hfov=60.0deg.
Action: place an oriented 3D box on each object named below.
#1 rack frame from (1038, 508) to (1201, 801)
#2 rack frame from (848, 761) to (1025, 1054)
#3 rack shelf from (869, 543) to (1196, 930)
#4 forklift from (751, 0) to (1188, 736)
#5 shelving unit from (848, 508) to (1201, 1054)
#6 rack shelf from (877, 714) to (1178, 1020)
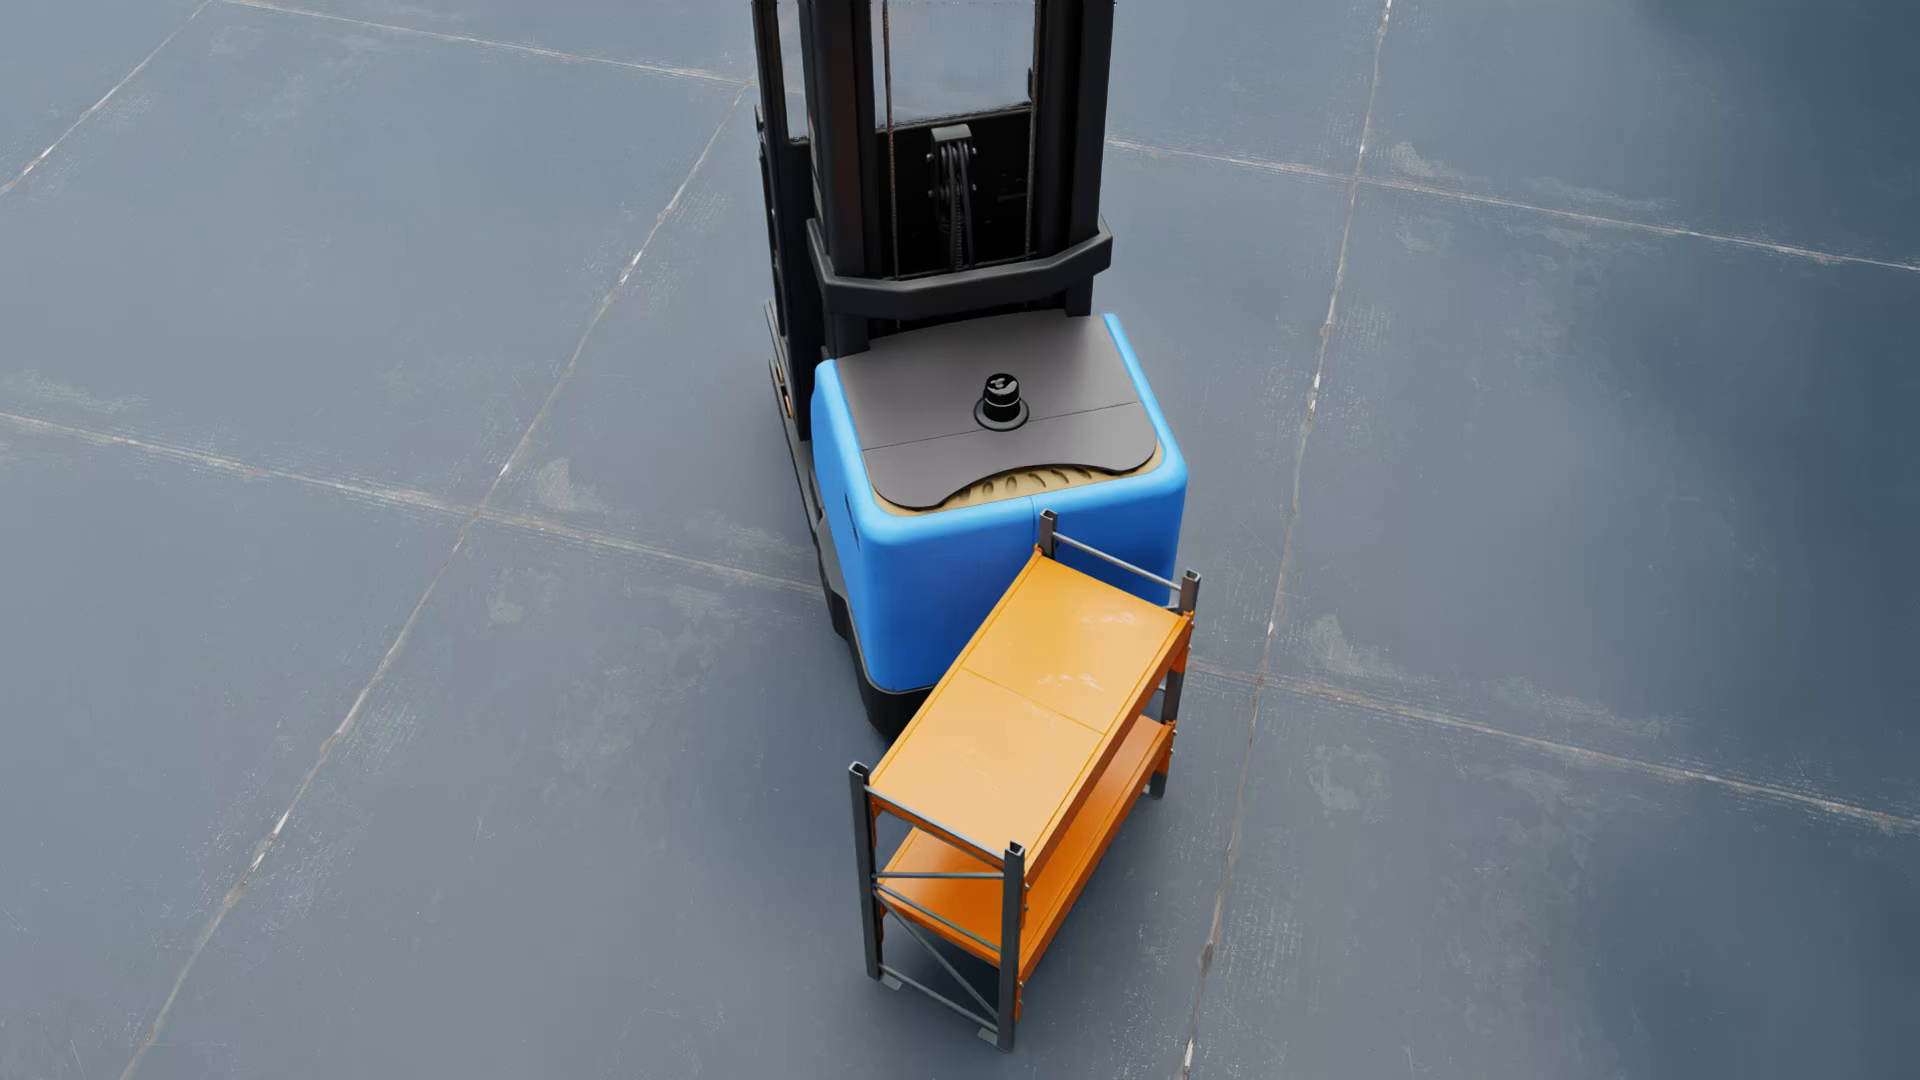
[{"bbox_3d":[0.454,0.384,5.161,0.500,1.125,0.032,24,53,20],"label":"rack frame"},{"bbox_3d":[-0.062,1.041,4.581,0.500,1.125,0.032,24,53,20],"label":"rack frame"},{"bbox_3d":[0.196,0.519,4.652,0.538,0.278,1.000,24,53,20],"label":"rack shelf"},{"bbox_3d":[-0.142,-1.443,5.569,1.130,2.935,3.031,-11,49,-9],"label":"forklift"},{"bbox_3d":[0.196,0.712,4.871,0.538,1.125,1.048,24,53,20],"label":"shelving unit"},{"bbox_3d":[0.196,0.874,5.054,0.538,0.278,1.000,24,53,20],"label":"rack shelf"}]
